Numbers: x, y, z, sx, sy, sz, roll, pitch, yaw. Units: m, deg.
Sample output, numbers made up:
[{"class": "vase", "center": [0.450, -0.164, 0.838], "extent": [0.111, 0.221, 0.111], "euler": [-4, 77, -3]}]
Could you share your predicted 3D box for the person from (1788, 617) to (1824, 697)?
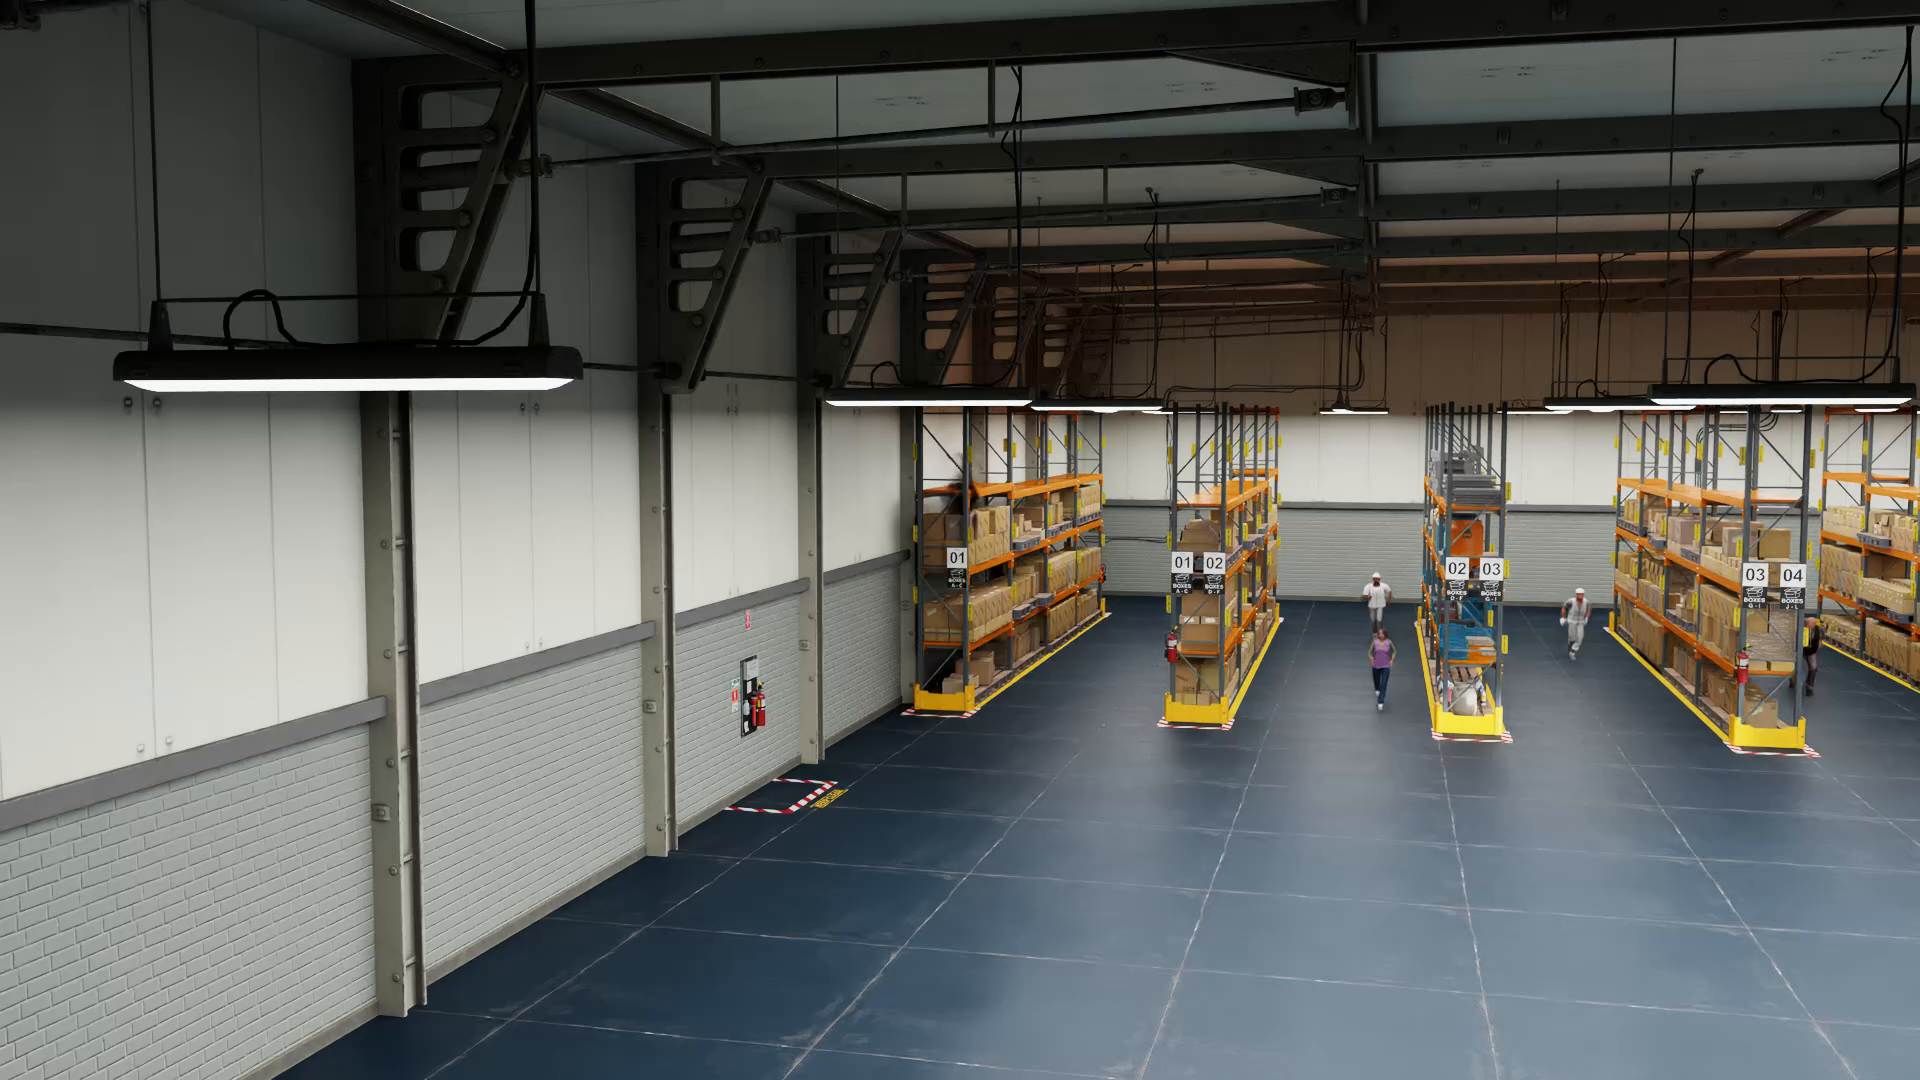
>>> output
[{"class": "person", "center": [17.464, 2.392, 34.391], "extent": [0.706, 1.682, 0.987], "euler": [0, 4, 3]}]

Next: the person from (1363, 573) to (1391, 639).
[{"class": "person", "center": [10.566, 1.732, 42.183], "extent": [0.675, 1.812, 0.827], "euler": [2, 5, 21]}]

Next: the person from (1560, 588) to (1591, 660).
[{"class": "person", "center": [14.549, 1.970, 39.292], "extent": [0.652, 1.715, 0.707], "euler": [0, 4, -2]}]

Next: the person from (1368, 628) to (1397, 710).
[{"class": "person", "center": [8.319, 2.521, 32.796], "extent": [0.555, 1.589, 0.771], "euler": [1, 4, 15]}]
